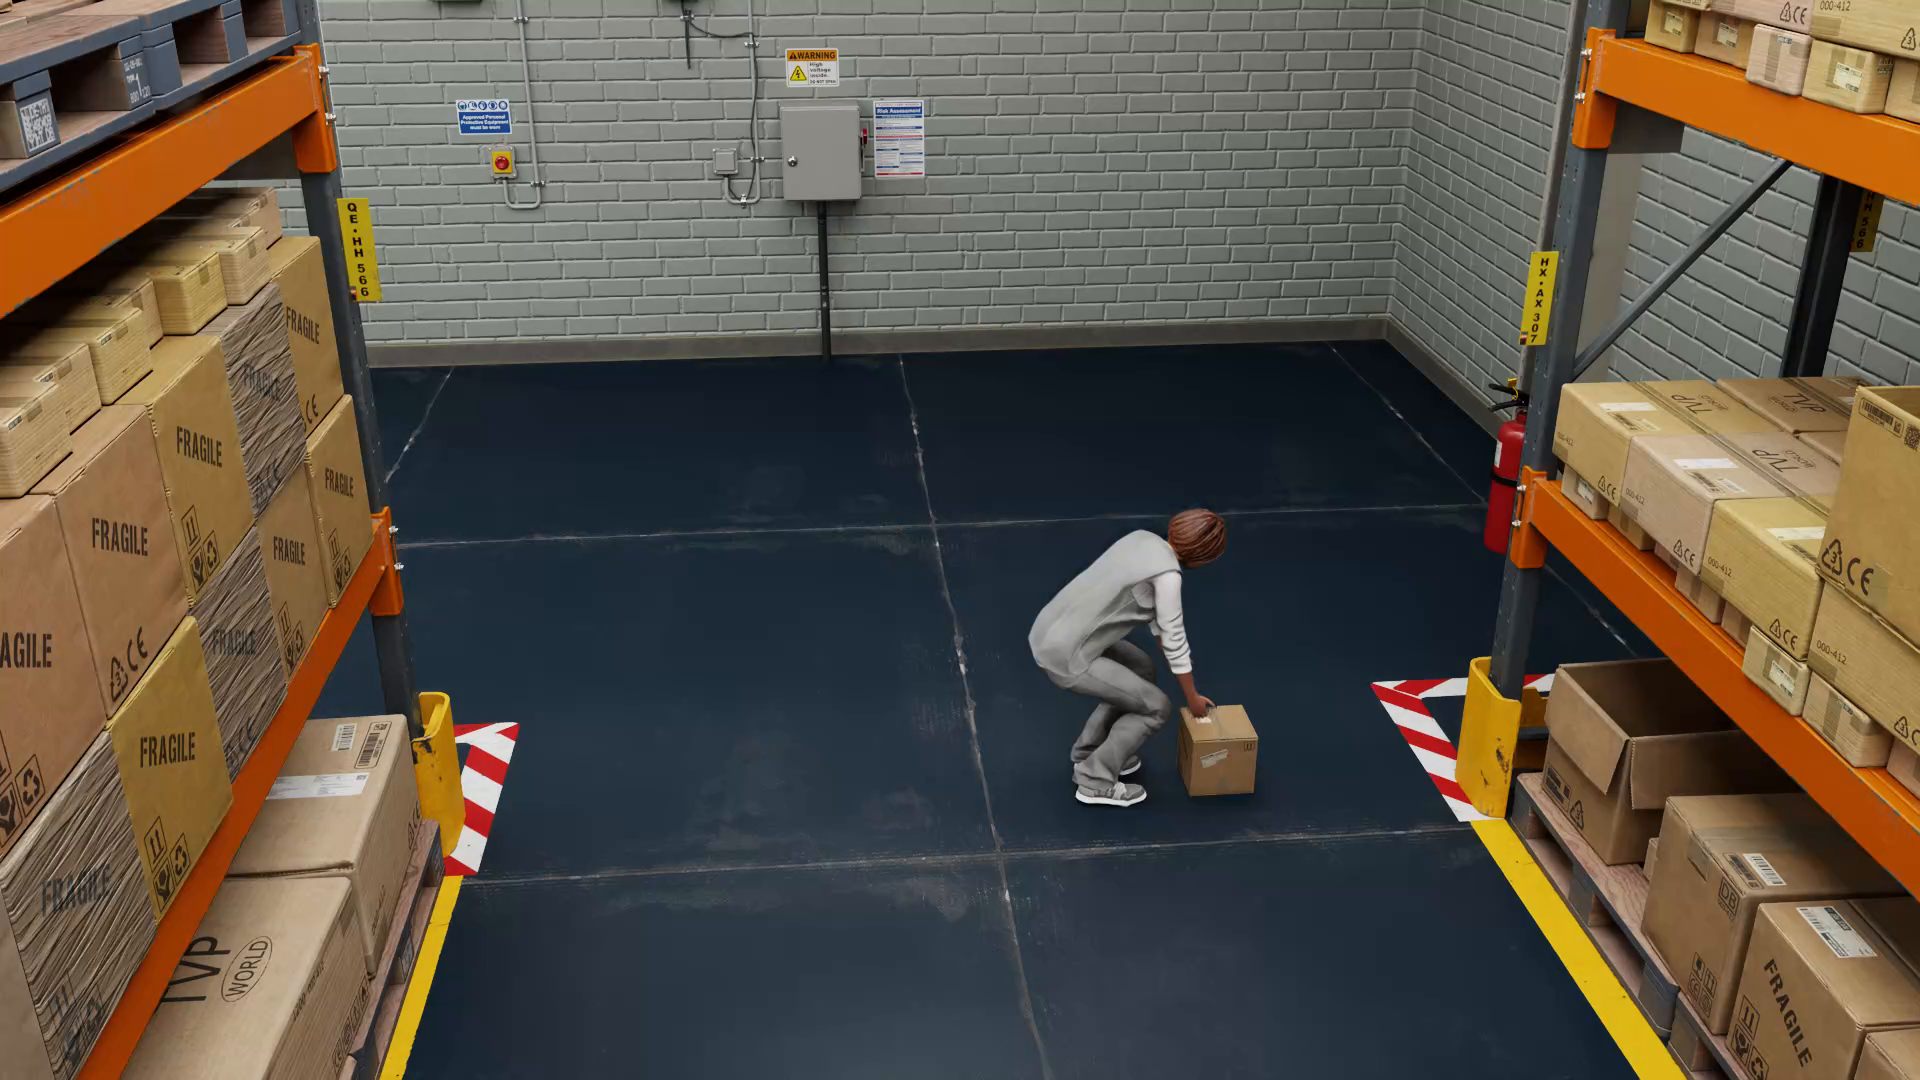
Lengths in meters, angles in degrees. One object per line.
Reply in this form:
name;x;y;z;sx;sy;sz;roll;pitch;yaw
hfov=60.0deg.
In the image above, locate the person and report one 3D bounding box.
person;0.617;0.428;6.252;0.736;1.115;0.463;-2;24;-5
